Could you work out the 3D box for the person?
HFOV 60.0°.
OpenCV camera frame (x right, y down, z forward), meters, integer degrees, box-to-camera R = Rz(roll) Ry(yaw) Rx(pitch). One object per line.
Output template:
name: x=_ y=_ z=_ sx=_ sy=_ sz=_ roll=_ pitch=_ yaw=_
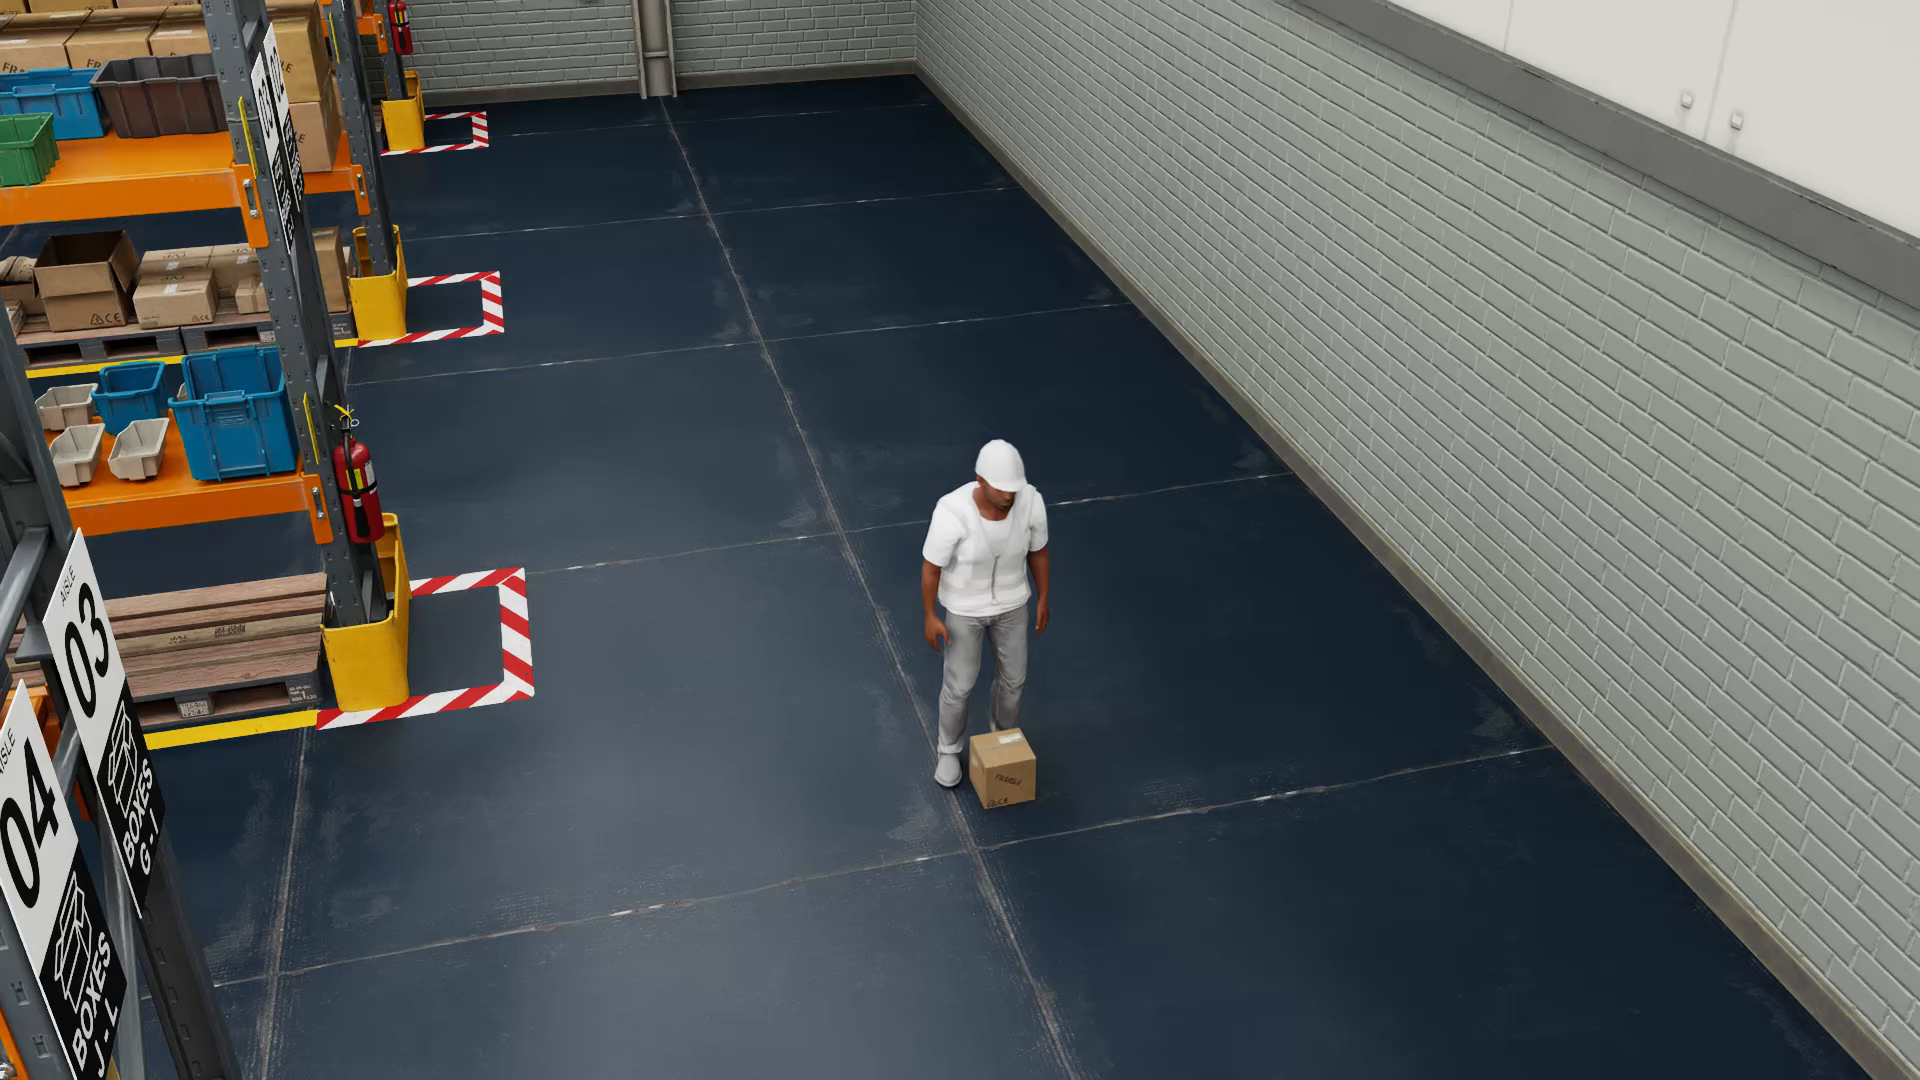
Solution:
person: x=0.131 y=0.318 z=7.678 sx=0.626 sy=1.755 sz=0.463 roll=-9 pitch=31 yaw=-15
